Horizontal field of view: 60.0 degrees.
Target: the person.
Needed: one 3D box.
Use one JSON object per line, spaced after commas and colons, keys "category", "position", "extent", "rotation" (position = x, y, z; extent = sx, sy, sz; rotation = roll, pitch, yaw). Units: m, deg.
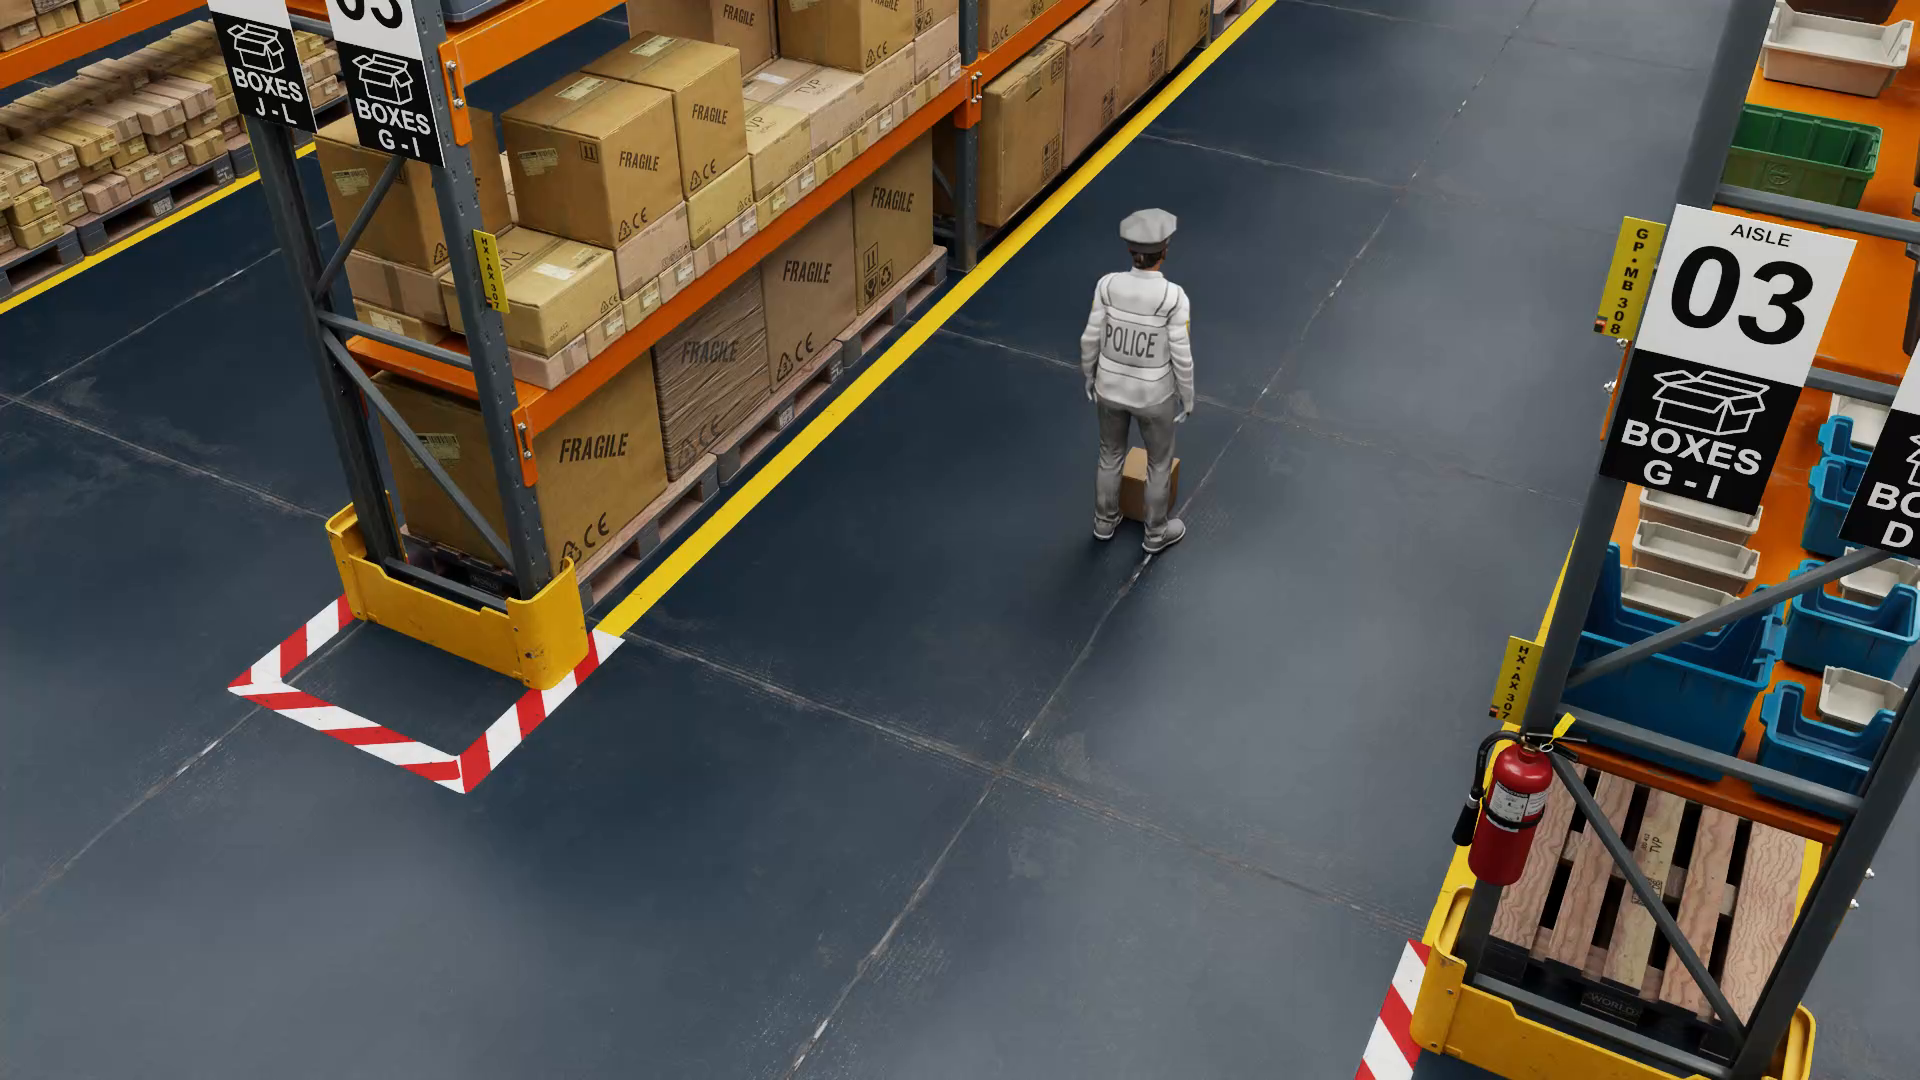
{"category": "person", "position": [0.812, -0.691, 7.624], "extent": [0.539, 1.663, 0.377], "rotation": [17, 41, 20]}
